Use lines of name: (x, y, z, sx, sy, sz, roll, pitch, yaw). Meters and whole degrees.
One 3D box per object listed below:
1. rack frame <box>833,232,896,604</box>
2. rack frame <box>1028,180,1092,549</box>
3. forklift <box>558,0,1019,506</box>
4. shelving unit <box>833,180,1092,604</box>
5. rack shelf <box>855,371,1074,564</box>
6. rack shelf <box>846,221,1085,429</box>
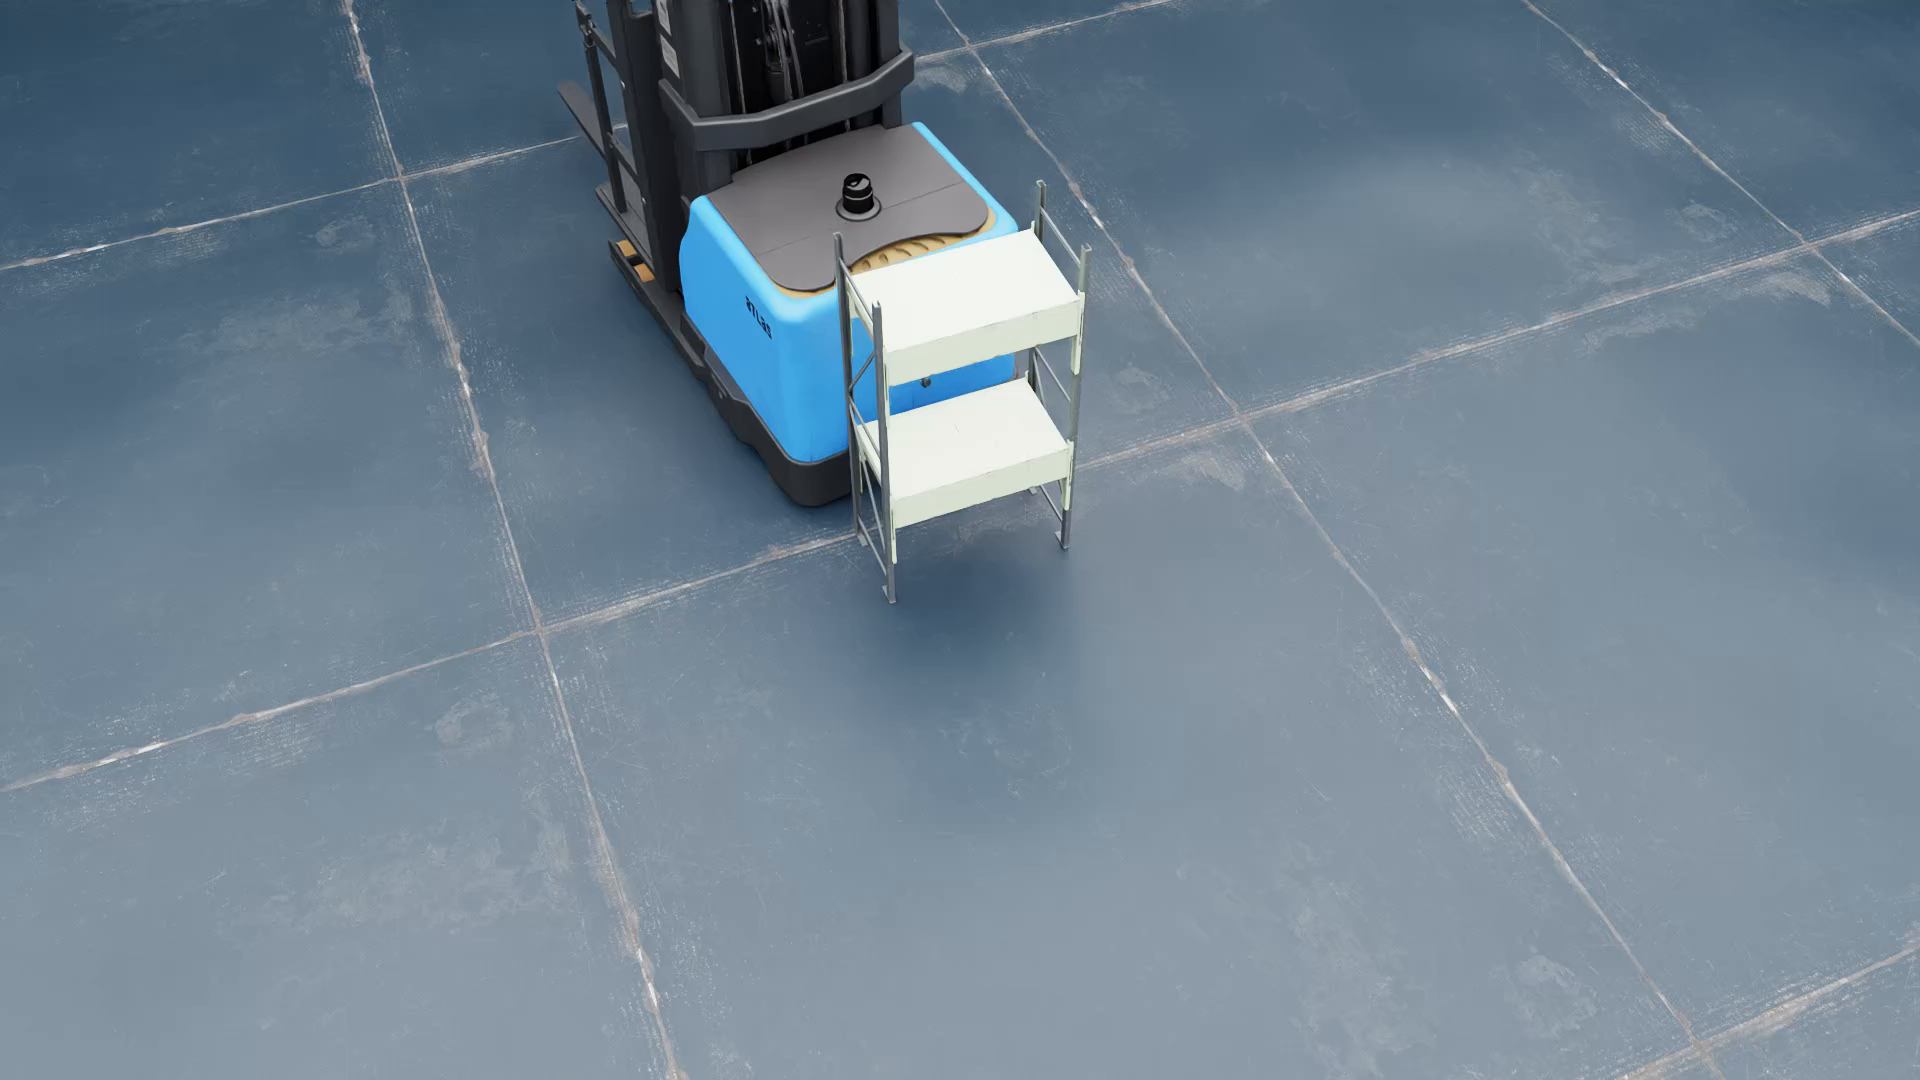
rack frame: (-0.333, -0.386, 5.933, 0.023, 1.500, 0.400, -17, 52, -14)
rack frame: (0.345, -0.596, 6.114, 0.023, 1.500, 0.400, -17, 52, -14)
forklift: (-0.941, -2.205, 6.552, 1.130, 2.935, 3.031, -24, 53, -19)
shelving unit: (0.006, -0.491, 6.023, 0.755, 1.500, 0.431, -17, 52, -14)
rack shelf: (0.006, -0.278, 6.271, 0.720, 0.370, 0.431, -17, 52, -14)
rack shelf: (0.006, -0.745, 5.727, 0.720, 0.370, 0.431, -17, 52, -14)
